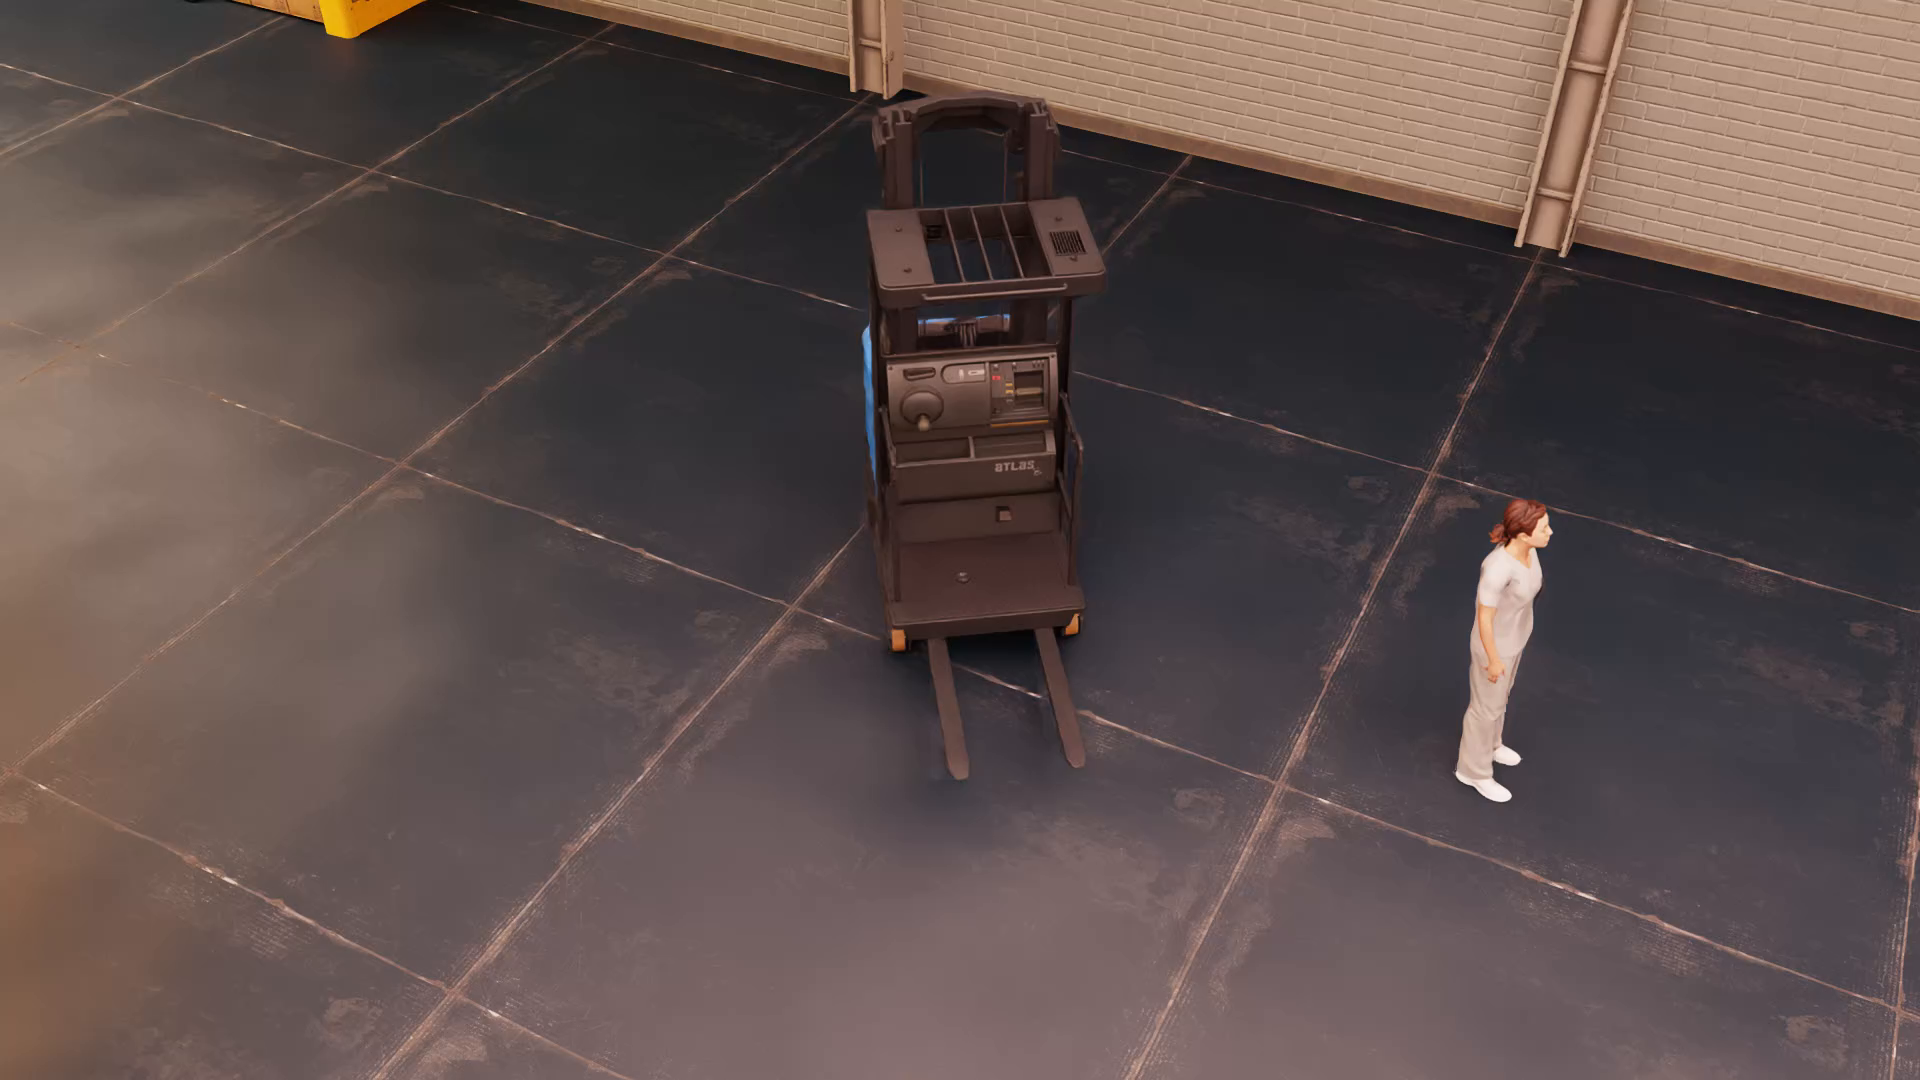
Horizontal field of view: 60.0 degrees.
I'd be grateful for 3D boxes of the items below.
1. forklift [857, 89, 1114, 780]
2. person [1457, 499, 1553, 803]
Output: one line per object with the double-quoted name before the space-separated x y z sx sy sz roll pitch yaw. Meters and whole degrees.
"forklift" 0.129 -0.730 8.853 1.130 2.935 3.031 -7 41 -8
"person" 2.767 0.520 8.343 0.518 1.683 0.527 24 46 26
